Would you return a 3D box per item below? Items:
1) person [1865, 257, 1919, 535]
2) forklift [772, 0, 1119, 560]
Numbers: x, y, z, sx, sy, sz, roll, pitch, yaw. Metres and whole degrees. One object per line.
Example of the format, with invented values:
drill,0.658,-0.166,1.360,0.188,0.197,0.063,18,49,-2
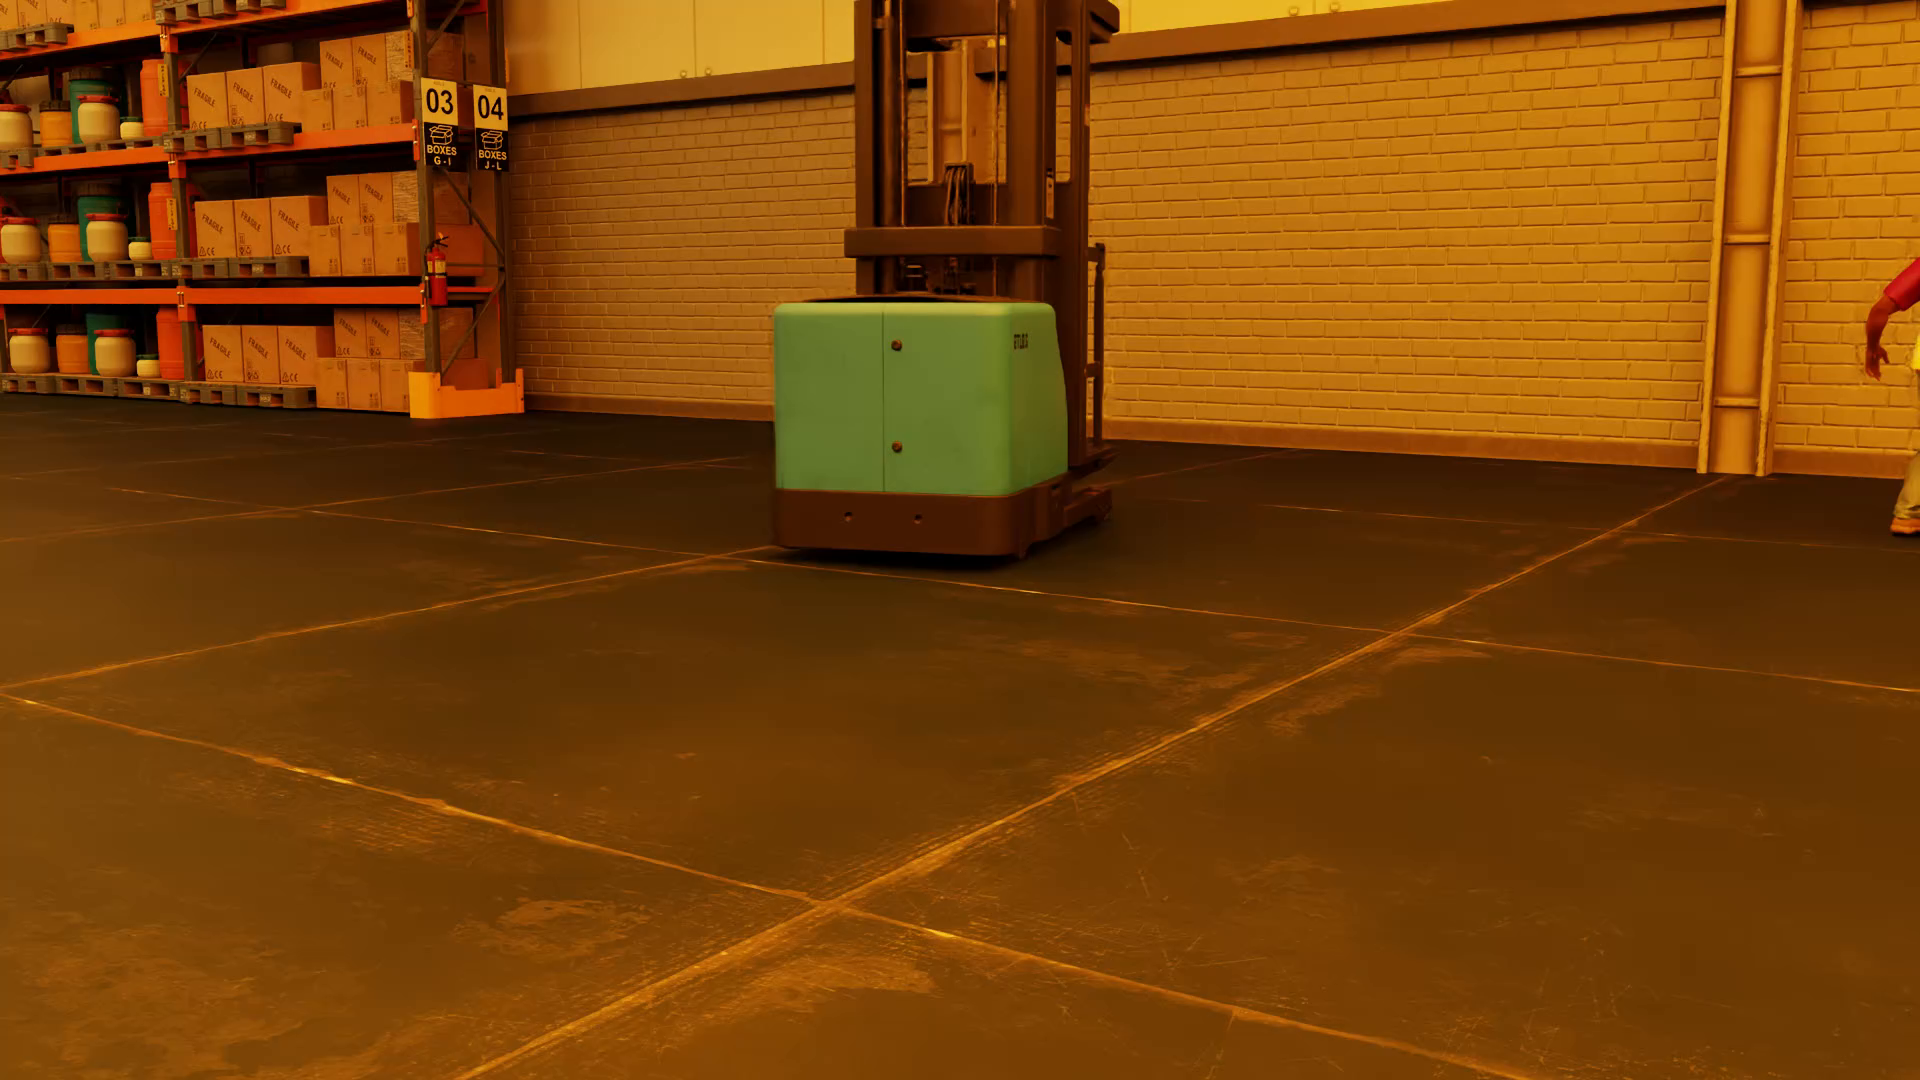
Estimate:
person,4.638,-0.761,7.539,1.009,1.611,0.545,7,11,40
forklift,0.134,-1.537,8.005,1.130,2.935,3.031,2,8,17
